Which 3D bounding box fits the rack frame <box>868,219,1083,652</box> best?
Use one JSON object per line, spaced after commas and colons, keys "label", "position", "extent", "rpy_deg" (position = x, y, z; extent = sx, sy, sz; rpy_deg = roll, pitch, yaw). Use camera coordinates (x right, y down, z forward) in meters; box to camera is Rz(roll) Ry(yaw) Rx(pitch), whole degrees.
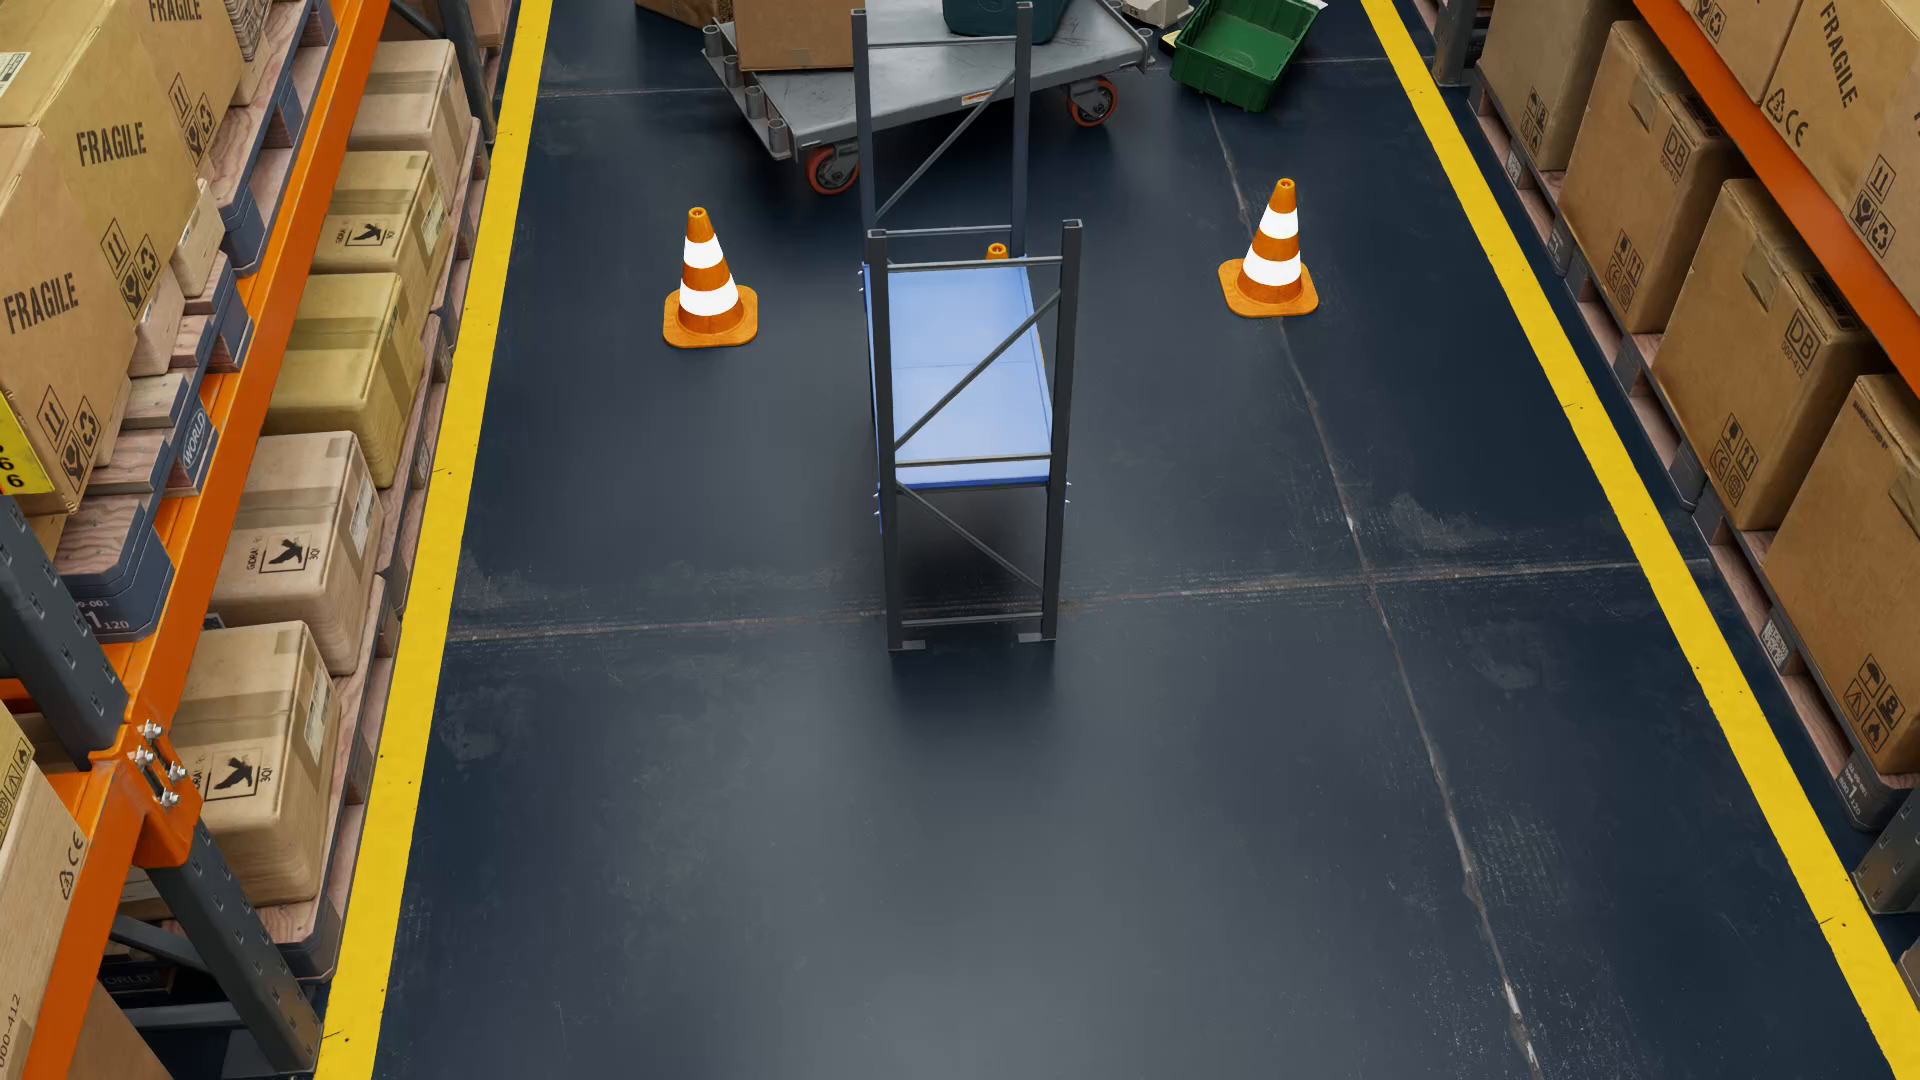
{"label": "rack frame", "position": [0.035, -0.210, 4.416], "extent": [0.500, 1.500, 0.032], "rpy_deg": [-3, 47, -3]}

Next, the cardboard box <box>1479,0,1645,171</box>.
{"label": "cardboard box", "position": [2.667, -1.949, 6.290], "extent": [1.050, 0.750, 0.750], "rpy_deg": [-4, 47, -3]}

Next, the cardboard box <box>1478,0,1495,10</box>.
{"label": "cardboard box", "position": [2.543, -2.894, 7.099], "extent": [0.875, 0.875, 0.875], "rpy_deg": [-3, 47, -3]}

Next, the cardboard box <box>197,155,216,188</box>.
{"label": "cardboard box", "position": [-1.973, -0.835, 3.859], "extent": [0.380, 0.149, 0.250], "rpy_deg": [-1, 47, -1]}

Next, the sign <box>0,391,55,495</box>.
{"label": "sign", "position": [-1.511, -0.188, 2.564], "extent": [0.100, 0.325, 0.005], "rpy_deg": [-3, 47, -3]}

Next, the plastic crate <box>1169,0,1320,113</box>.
{"label": "plastic crate", "position": [1.206, -2.120, 7.089], "extent": [0.450, 0.188, 0.662], "rpy_deg": [25, 51, 9]}

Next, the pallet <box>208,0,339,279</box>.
{"label": "pallet", "position": [-2.270, -1.117, 4.374], "extent": [1.003, 0.211, 1.213], "rpy_deg": [-3, 47, -3]}

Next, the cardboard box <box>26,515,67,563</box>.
{"label": "cardboard box", "position": [-1.906, -0.058, 3.123], "extent": [0.380, 0.149, 0.250], "rpy_deg": [-6, 47, -6]}

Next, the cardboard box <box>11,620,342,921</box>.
{"label": "cardboard box", "position": [-2.101, 0.596, 4.140], "extent": [0.950, 0.372, 0.625], "rpy_deg": [-6, 47, -6]}

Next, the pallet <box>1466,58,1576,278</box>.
{"label": "pallet", "position": [2.665, -1.509, 6.534], "extent": [1.003, 0.211, 1.213], "rpy_deg": [-3, 47, -3]}

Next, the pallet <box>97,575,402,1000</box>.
{"label": "pallet", "position": [-2.128, 0.640, 4.498], "extent": [1.003, 0.211, 1.213], "rpy_deg": [-3, 47, -3]}

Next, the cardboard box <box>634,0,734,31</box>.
{"label": "cardboard box", "position": [-1.132, -2.647, 7.411], "extent": [0.500, 0.500, 0.500], "rpy_deg": [27, 52, 23]}

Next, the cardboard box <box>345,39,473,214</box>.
{"label": "cardboard box", "position": [-2.352, -1.509, 6.134], "extent": [0.950, 0.372, 0.625], "rpy_deg": [-3, 47, -3]}

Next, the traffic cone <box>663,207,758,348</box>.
{"label": "traffic cone", "position": [-0.900, -0.963, 5.843], "extent": [0.336, 0.463, 0.334], "rpy_deg": [-3, 47, -3]}

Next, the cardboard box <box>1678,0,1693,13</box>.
{"label": "cardboard box", "position": [2.384, -1.932, 4.945], "extent": [0.500, 0.500, 0.500], "rpy_deg": [-4, 47, -4]}

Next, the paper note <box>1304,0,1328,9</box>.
{"label": "paper note", "position": [1.567, -2.432, 7.532], "extent": [0.147, 0.020, 0.142], "rpy_deg": [-36, 56, -29]}

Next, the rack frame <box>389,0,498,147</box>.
{"label": "rack frame", "position": [-2.398, -2.647, 5.691], "extent": [1.000, 3.000, 0.127], "rpy_deg": [-3, 47, -3]}

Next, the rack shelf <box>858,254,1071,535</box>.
{"label": "rack shelf", "position": [-0.007, -0.454, 4.895], "extent": [0.538, 0.185, 1.000], "rpy_deg": [-3, 47, -3]}

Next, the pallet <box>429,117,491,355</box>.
{"label": "pallet", "position": [-2.332, -1.125, 6.170], "extent": [1.003, 0.211, 1.213], "rpy_deg": [-3, 47, -3]}

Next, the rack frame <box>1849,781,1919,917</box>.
{"label": "rack frame", "position": [2.861, -0.127, 3.305], "extent": [1.000, 3.000, 0.127], "rpy_deg": [-3, 47, -3]}

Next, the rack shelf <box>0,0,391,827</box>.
{"label": "rack shelf", "position": [-2.231, -0.953, 4.582], "extent": [1.077, 0.370, 4.000], "rpy_deg": [-3, 47, -3]}

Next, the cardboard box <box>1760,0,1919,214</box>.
{"label": "cardboard box", "position": [2.473, -1.194, 4.246], "extent": [0.500, 0.500, 0.500], "rpy_deg": [-4, 47, -4]}

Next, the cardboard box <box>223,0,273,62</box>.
{"label": "cardboard box", "position": [-2.007, -1.497, 4.039], "extent": [0.500, 0.500, 0.500], "rpy_deg": [-5, 47, -5]}

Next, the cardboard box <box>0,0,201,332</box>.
{"label": "cardboard box", "position": [-1.921, -0.751, 3.332], "extent": [0.500, 0.500, 0.500], "rpy_deg": [-1, 47, -1]}

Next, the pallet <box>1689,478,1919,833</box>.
{"label": "pallet", "position": [2.870, 0.257, 4.862], "extent": [1.003, 0.211, 1.213], "rpy_deg": [-3, 47, -3]}

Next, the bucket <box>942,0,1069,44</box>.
{"label": "bucket", "position": [0.217, -2.377, 6.643], "extent": [0.726, 0.611, 0.620], "rpy_deg": [11, 58, 10]}

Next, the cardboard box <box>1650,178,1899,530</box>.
{"label": "cardboard box", "position": [2.823, -0.577, 4.990], "extent": [1.050, 0.750, 0.750], "rpy_deg": [-3, 47, -3]}

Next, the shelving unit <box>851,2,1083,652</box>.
{"label": "shelving unit", "position": [-0.007, -0.577, 4.764], "extent": [0.538, 1.500, 1.048], "rpy_deg": [-3, 47, -3]}

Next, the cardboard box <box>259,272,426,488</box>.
{"label": "cardboard box", "position": [-2.229, -0.486, 5.165], "extent": [0.950, 0.372, 0.625], "rpy_deg": [-2, 47, -2]}

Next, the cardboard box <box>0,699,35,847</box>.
{"label": "cardboard box", "position": [-1.770, 0.461, 2.506], "extent": [0.500, 0.250, 0.500], "rpy_deg": [-4, 47, -3]}

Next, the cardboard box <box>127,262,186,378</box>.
{"label": "cardboard box", "position": [-1.873, -0.465, 3.508], "extent": [0.380, 0.149, 0.250], "rpy_deg": [-6, 47, -6]}
